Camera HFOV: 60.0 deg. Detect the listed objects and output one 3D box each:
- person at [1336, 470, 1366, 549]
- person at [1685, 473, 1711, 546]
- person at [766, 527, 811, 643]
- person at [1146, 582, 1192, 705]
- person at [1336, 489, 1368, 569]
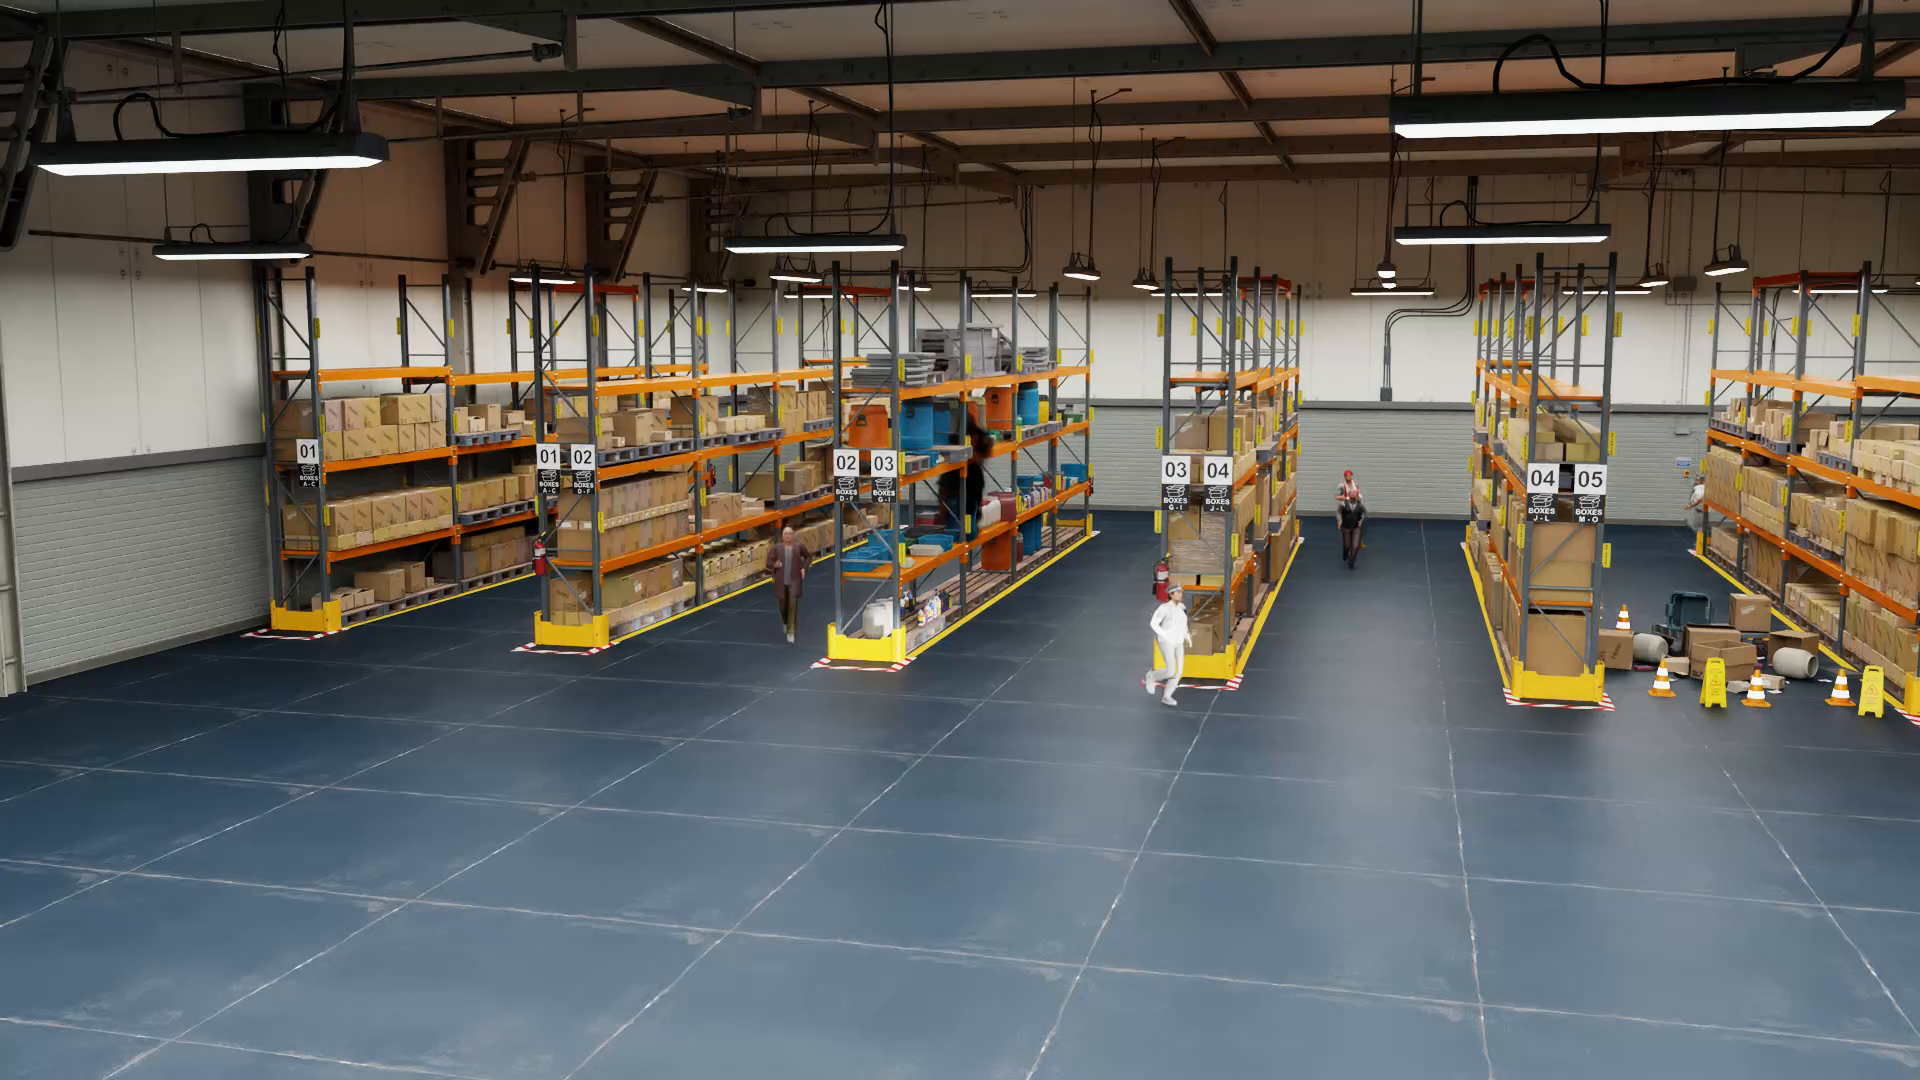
[{"bbox_3d":[8.959,-0.721,38.363,0.676,1.819,0.839,-1,7,-5],"label":"person"},{"bbox_3d":[16.963,-0.693,38.204,0.564,1.721,0.725,4,8,28],"label":"person"},{"bbox_3d":[-2.707,0.678,26.218,0.712,1.757,1.037,0,7,-2],"label":"person"},{"bbox_3d":[2.821,1.368,22.379,0.650,1.628,0.546,-5,9,-36],"label":"person"},{"bbox_3d":[8.216,-0.242,34.895,0.660,1.683,0.585,1,7,8],"label":"person"}]
